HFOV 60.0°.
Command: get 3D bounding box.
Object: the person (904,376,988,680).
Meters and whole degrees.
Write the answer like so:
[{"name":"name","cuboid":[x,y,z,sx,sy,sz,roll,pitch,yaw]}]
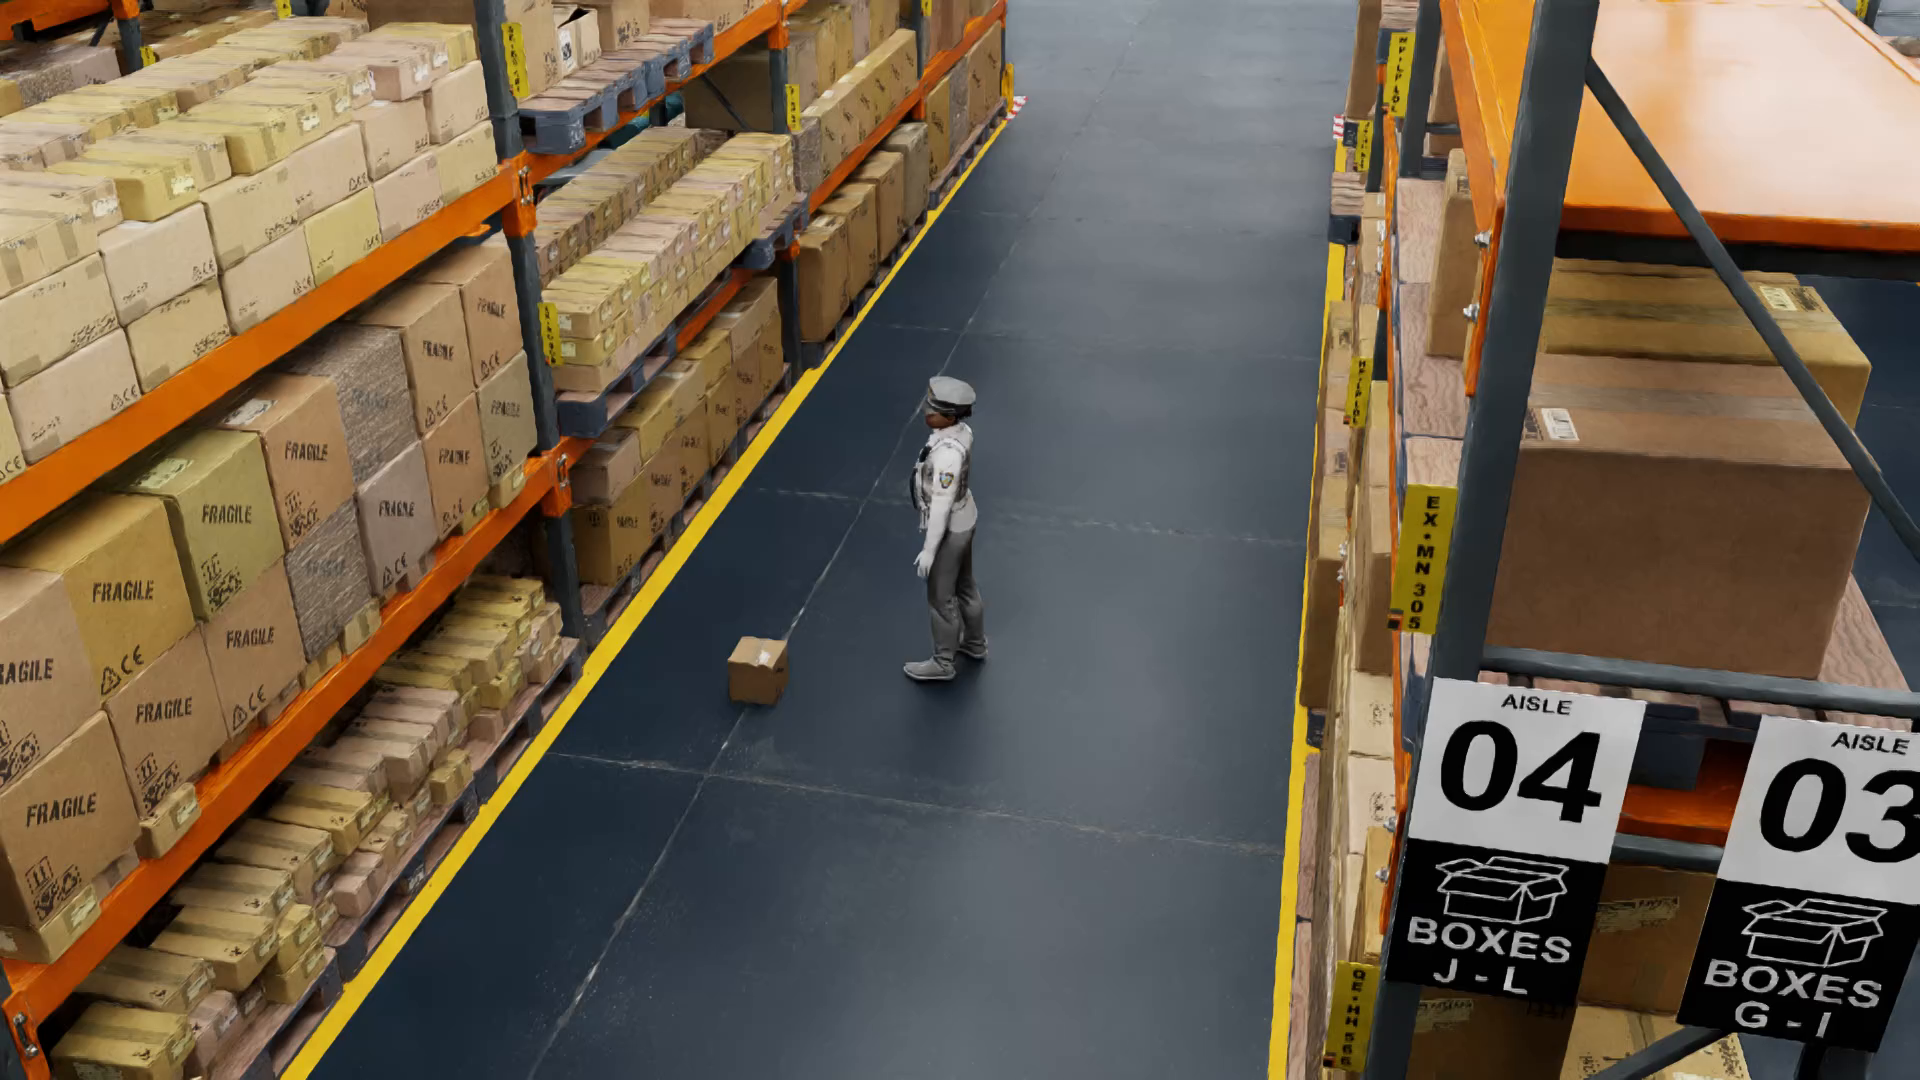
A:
[{"name":"person","cuboid":[-0.079,-0.045,8.640,0.423,1.683,0.603,5,29,9]}]
